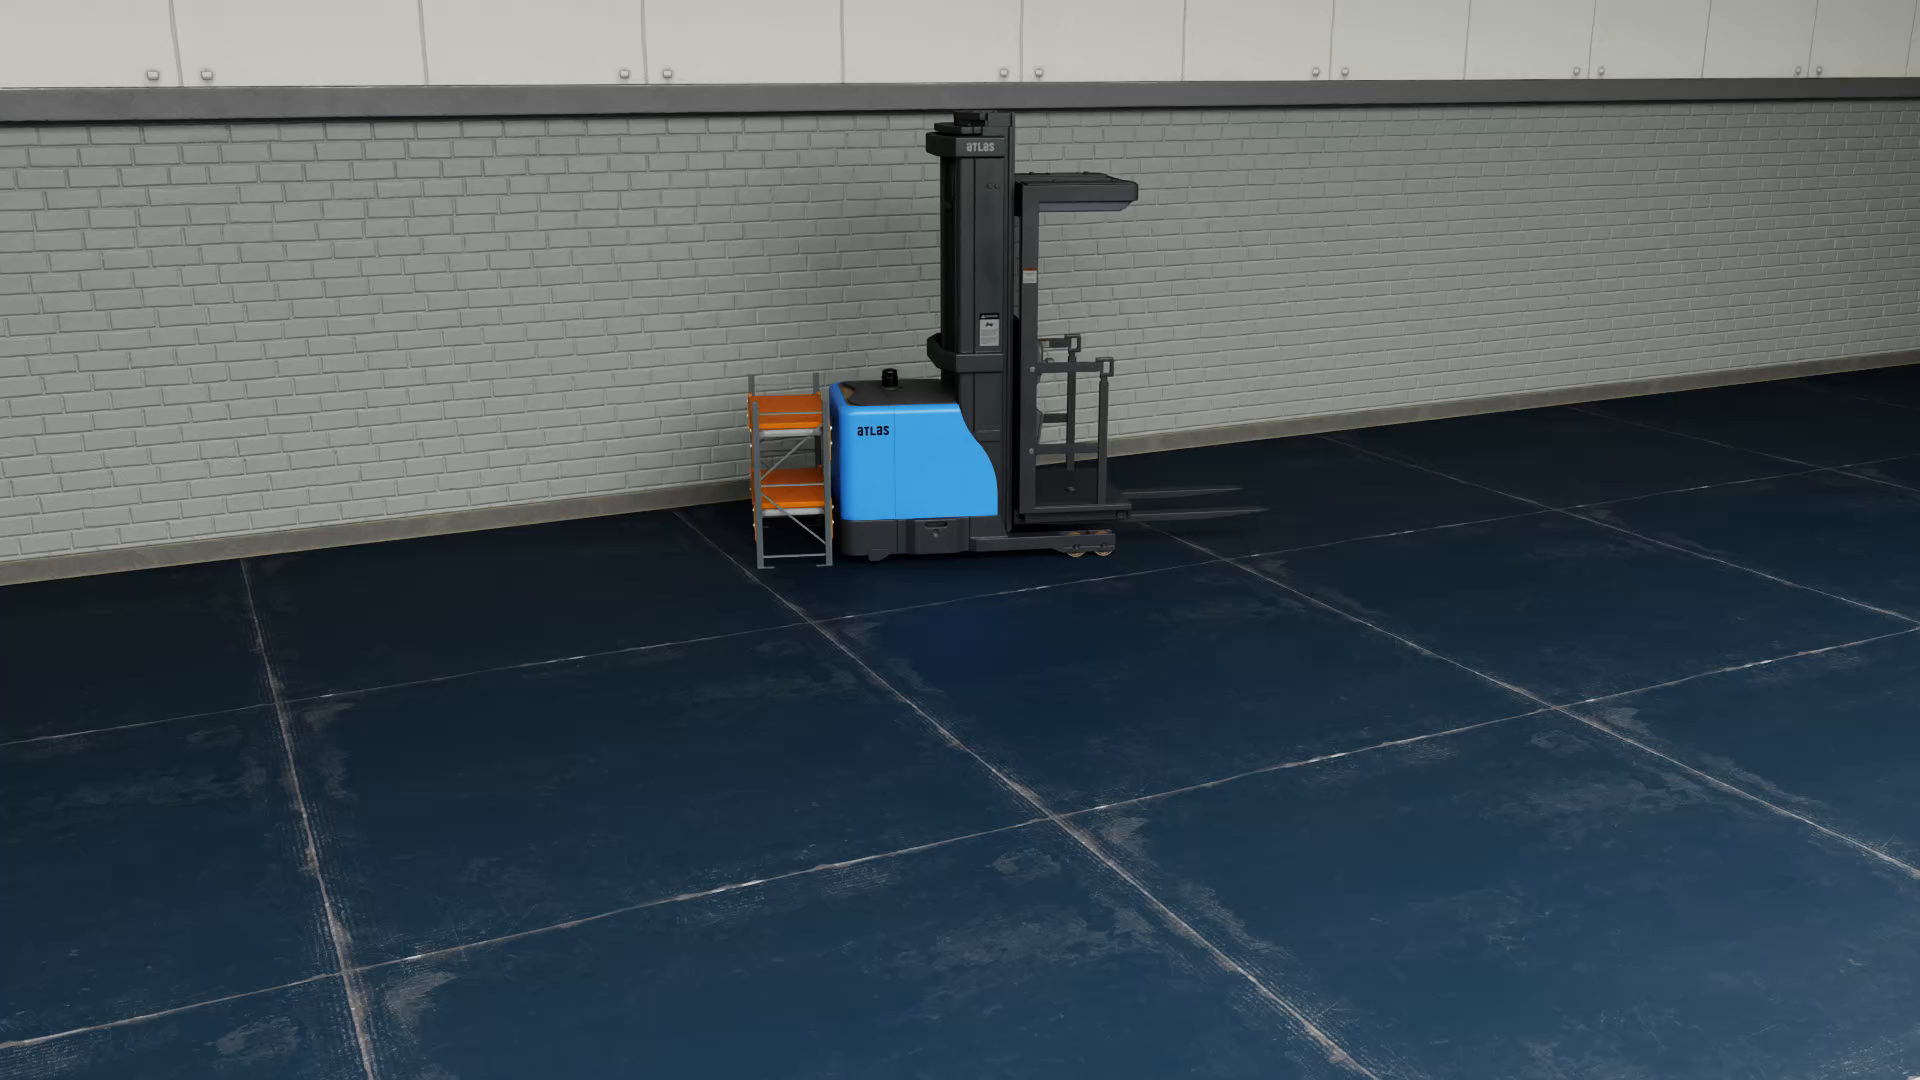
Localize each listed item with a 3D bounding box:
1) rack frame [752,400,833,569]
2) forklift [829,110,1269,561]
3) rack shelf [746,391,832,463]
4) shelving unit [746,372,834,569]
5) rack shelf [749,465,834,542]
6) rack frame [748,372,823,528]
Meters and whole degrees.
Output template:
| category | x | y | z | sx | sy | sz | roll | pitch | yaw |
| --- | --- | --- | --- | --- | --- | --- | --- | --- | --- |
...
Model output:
| category | x | y | z | sx | sy | sz | roll | pitch | yaw |
| --- | --- | --- | --- | --- | --- | --- | --- | --- | --- |
| rack frame | -1.104 | -0.361 | 10.971 | 0.500 | 1.125 | 0.032 | -2 | 16 | -8 |
| forklift | 0.623 | -1.435 | 11.438 | 3.031 | 2.935 | 1.130 | -2 | 16 | -8 |
| rack shelf | -1.177 | -0.782 | 11.374 | 0.538 | 0.278 | 1.000 | -2 | 16 | -8 |
| shelving unit | -1.177 | -0.500 | 11.455 | 0.538 | 1.125 | 1.048 | -2 | 16 | -8 |
| rack shelf | -1.177 | -0.265 | 11.522 | 0.538 | 0.278 | 1.000 | -2 | 16 | -8 |
| rack frame | -1.250 | -0.639 | 11.938 | 0.500 | 1.125 | 0.032 | -2 | 16 | -8 |
